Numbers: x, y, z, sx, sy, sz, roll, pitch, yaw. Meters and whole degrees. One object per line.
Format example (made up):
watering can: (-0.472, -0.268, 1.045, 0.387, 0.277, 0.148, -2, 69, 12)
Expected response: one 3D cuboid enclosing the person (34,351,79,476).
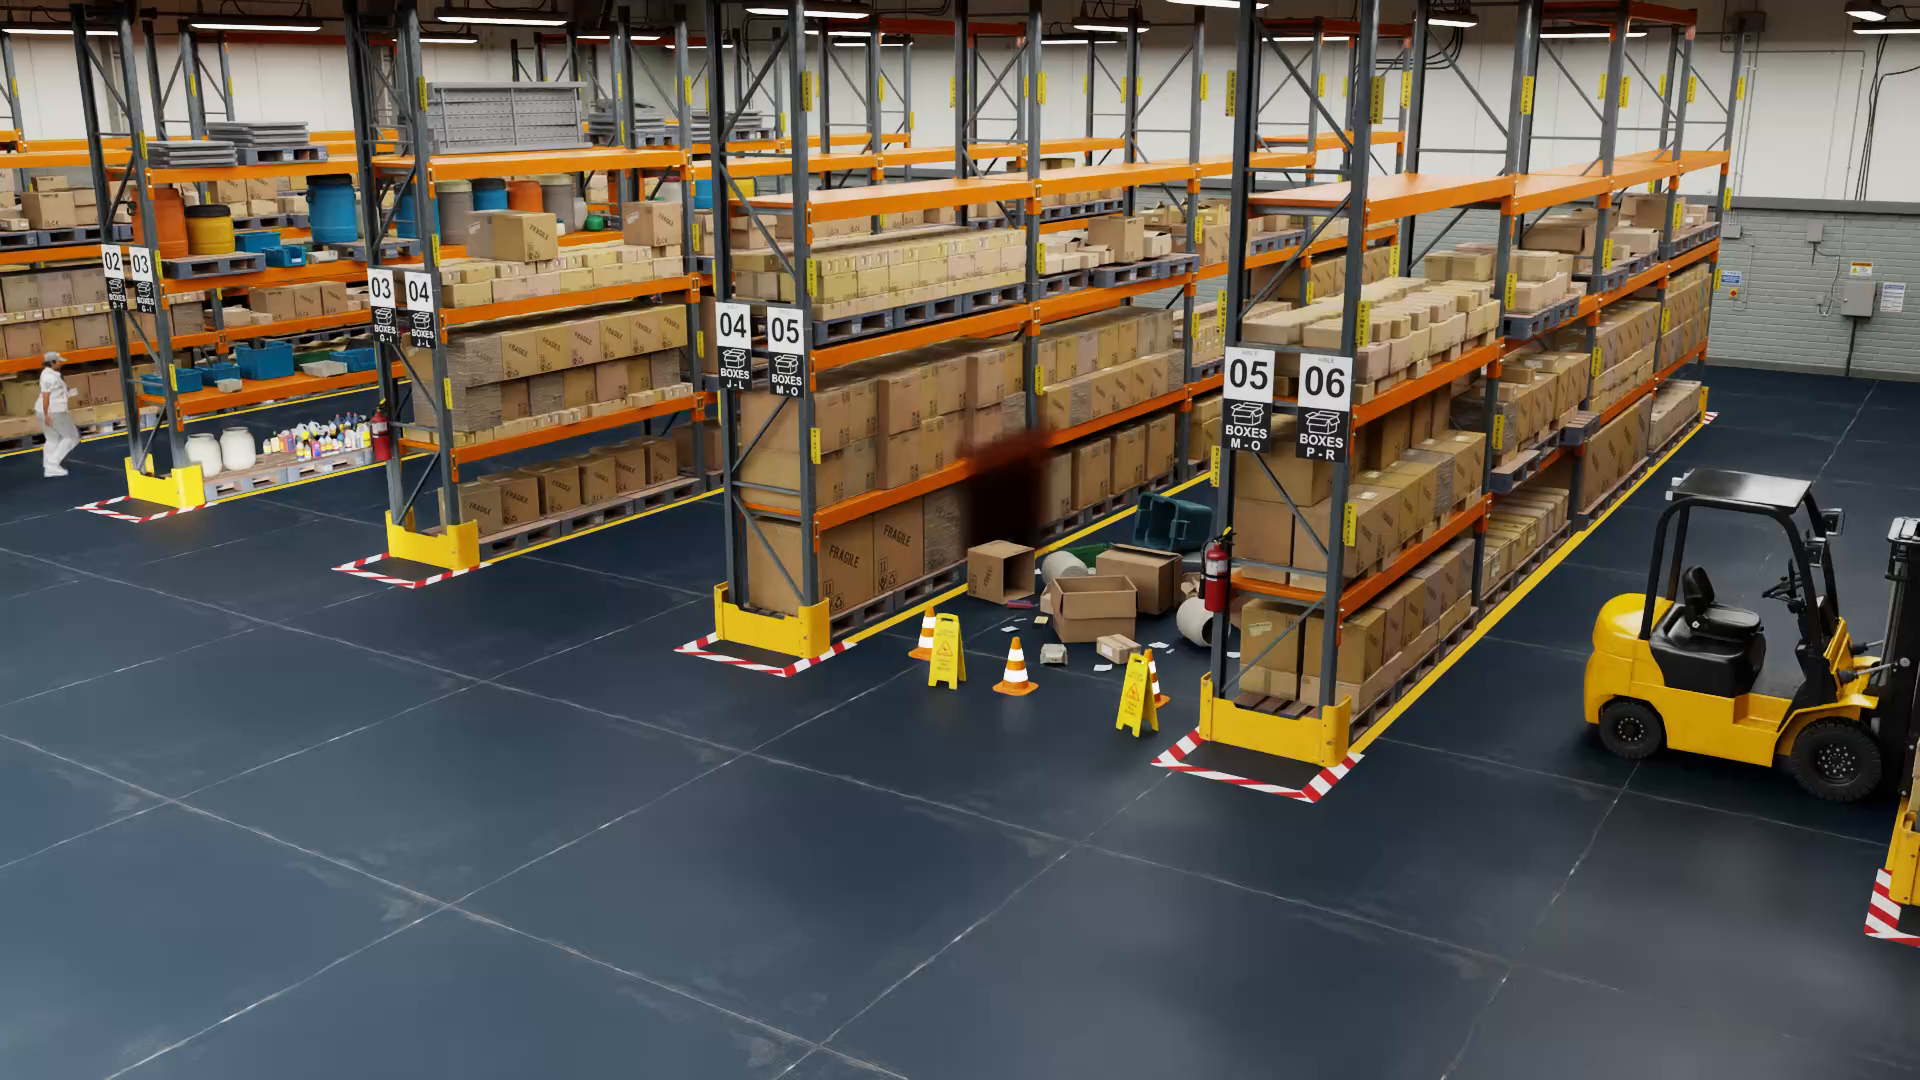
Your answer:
person: (-12.061, -1.679, 22.156, 0.547, 1.651, 0.526, 14, 21, 40)
